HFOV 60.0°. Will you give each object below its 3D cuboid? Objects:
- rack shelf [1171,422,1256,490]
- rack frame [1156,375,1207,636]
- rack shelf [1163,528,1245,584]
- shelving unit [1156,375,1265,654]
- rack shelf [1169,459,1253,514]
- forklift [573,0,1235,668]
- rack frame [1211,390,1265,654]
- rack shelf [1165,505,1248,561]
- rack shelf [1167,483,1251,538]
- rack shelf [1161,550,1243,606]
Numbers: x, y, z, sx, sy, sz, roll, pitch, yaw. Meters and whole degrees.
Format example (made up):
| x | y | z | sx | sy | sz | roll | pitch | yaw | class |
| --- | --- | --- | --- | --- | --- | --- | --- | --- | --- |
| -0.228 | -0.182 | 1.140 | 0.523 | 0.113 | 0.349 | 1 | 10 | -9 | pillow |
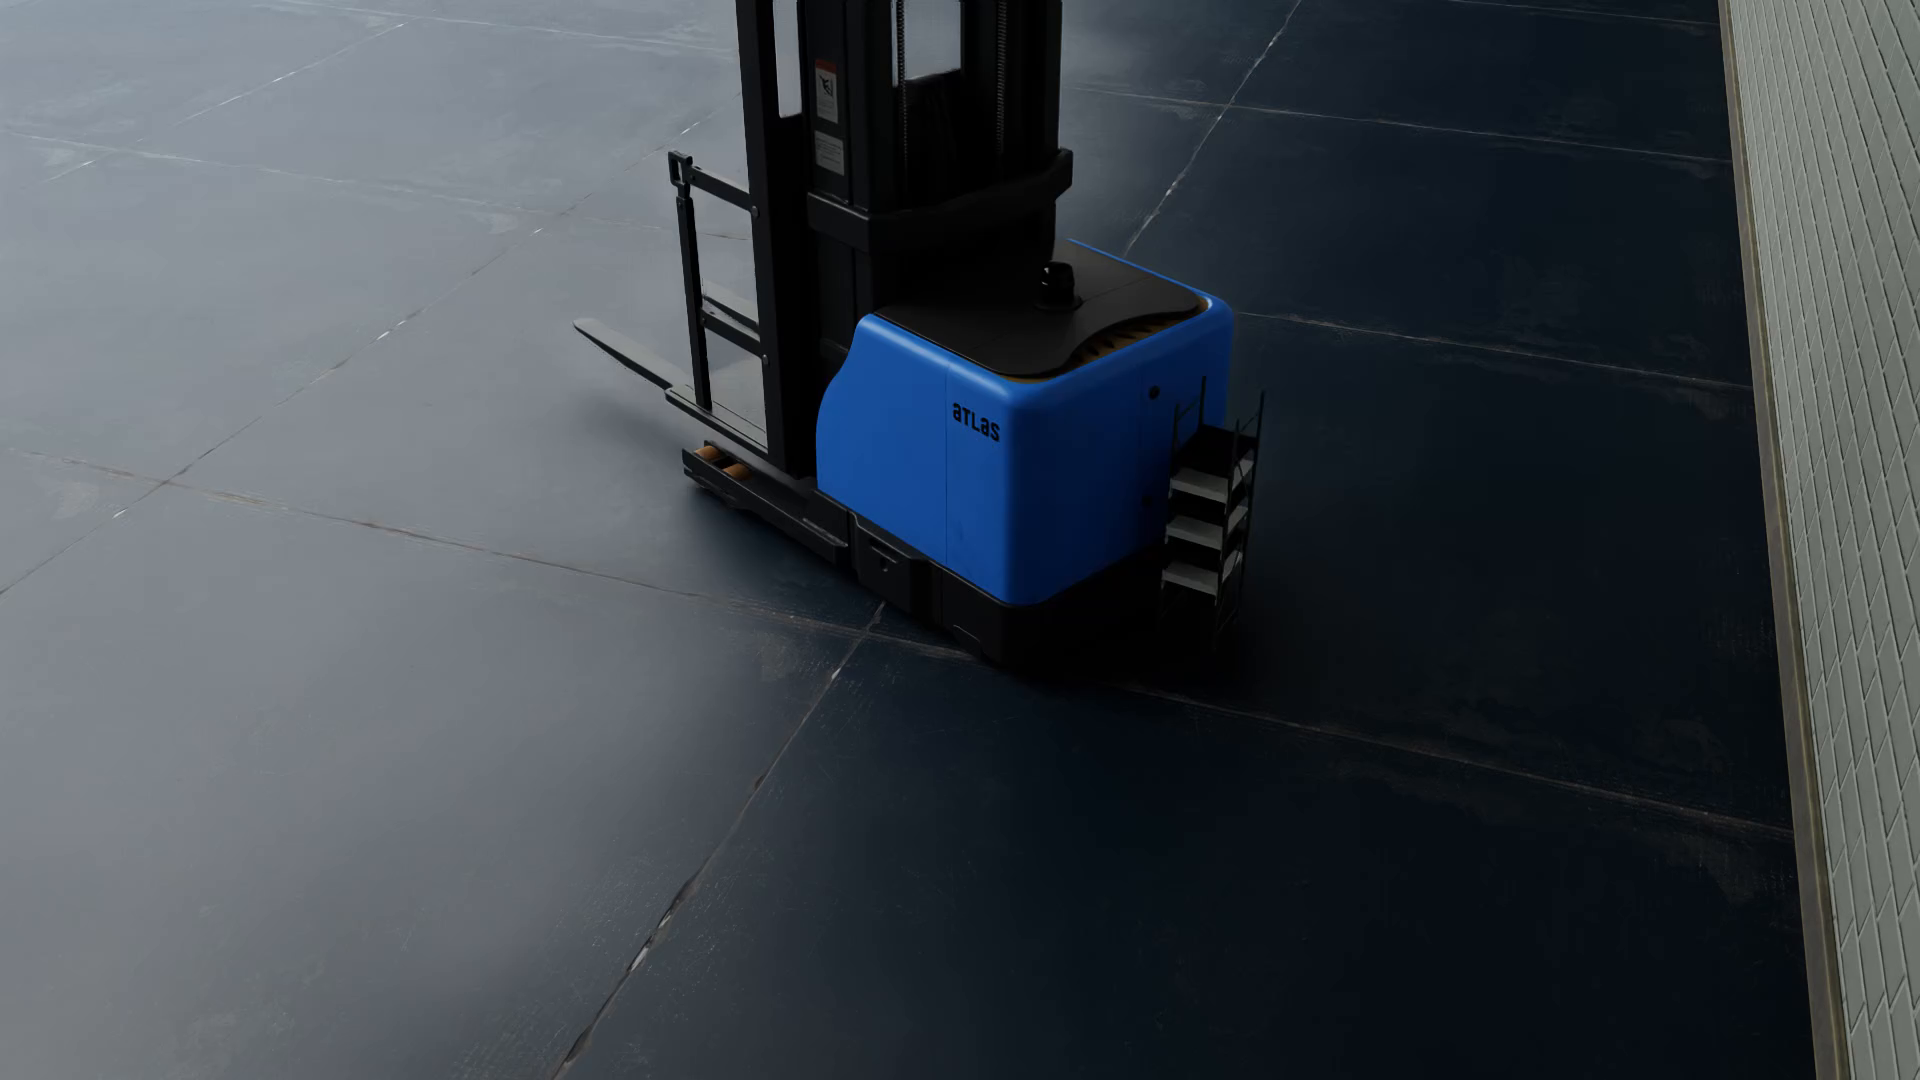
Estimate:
| x | y | z | sx | sy | sz | roll | pitch | yaw | class |
| --- | --- | --- | --- | --- | --- | --- | --- | --- | --- |
| 0.829 | -0.275 | 5.409 | 0.200 | 0.077 | 0.258 | 18 | 37 | 25 | rack shelf |
| 0.741 | -0.104 | 5.580 | 0.006 | 0.900 | 0.240 | 18 | 37 | 25 | rack frame |
| 0.828 | 0.027 | 5.604 | 0.200 | 0.077 | 0.258 | 18 | 37 | 25 | rack shelf |
| 0.829 | -0.076 | 5.537 | 0.210 | 0.900 | 0.258 | 18 | 37 | 25 | shelving unit |
| 0.829 | -0.199 | 5.458 | 0.200 | 0.077 | 0.258 | 18 | 37 | 25 | rack shelf |
| -0.440 | -1.523 | 5.906 | 1.130 | 2.935 | 3.031 | -26 | 41 | -35 | forklift |
| 0.917 | -0.048 | 5.495 | 0.006 | 0.900 | 0.240 | 18 | 37 | 25 | rack frame |
| 0.828 | -0.048 | 5.555 | 0.200 | 0.077 | 0.258 | 18 | 37 | 25 | rack shelf |
| 0.829 | -0.124 | 5.507 | 0.200 | 0.077 | 0.258 | 18 | 37 | 25 | rack shelf |
| 0.828 | 0.103 | 5.653 | 0.200 | 0.077 | 0.258 | 18 | 37 | 25 | rack shelf |
